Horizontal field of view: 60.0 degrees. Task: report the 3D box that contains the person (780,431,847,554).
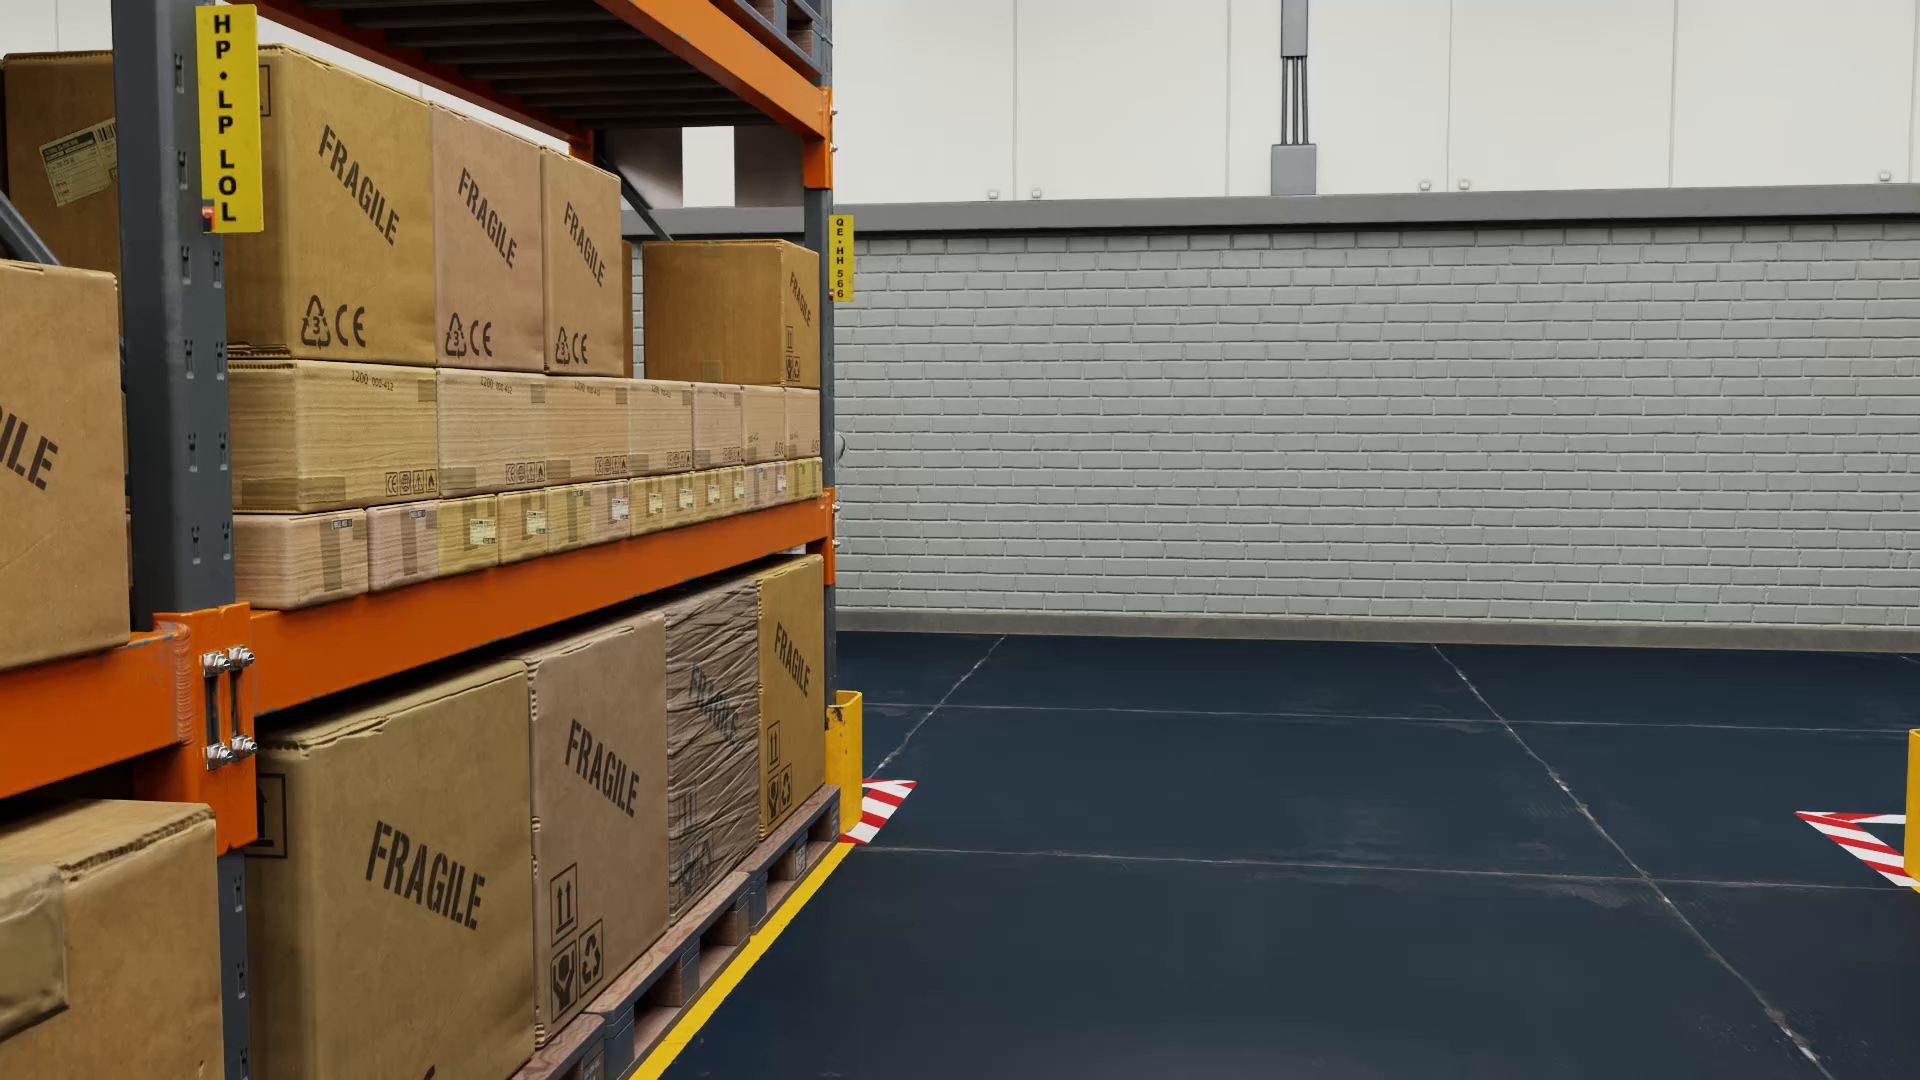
[{"bbox_3d":[-1.068,-0.127,10.902,0.472,1.791,0.610,-3,6,-38],"label":"person"}]
